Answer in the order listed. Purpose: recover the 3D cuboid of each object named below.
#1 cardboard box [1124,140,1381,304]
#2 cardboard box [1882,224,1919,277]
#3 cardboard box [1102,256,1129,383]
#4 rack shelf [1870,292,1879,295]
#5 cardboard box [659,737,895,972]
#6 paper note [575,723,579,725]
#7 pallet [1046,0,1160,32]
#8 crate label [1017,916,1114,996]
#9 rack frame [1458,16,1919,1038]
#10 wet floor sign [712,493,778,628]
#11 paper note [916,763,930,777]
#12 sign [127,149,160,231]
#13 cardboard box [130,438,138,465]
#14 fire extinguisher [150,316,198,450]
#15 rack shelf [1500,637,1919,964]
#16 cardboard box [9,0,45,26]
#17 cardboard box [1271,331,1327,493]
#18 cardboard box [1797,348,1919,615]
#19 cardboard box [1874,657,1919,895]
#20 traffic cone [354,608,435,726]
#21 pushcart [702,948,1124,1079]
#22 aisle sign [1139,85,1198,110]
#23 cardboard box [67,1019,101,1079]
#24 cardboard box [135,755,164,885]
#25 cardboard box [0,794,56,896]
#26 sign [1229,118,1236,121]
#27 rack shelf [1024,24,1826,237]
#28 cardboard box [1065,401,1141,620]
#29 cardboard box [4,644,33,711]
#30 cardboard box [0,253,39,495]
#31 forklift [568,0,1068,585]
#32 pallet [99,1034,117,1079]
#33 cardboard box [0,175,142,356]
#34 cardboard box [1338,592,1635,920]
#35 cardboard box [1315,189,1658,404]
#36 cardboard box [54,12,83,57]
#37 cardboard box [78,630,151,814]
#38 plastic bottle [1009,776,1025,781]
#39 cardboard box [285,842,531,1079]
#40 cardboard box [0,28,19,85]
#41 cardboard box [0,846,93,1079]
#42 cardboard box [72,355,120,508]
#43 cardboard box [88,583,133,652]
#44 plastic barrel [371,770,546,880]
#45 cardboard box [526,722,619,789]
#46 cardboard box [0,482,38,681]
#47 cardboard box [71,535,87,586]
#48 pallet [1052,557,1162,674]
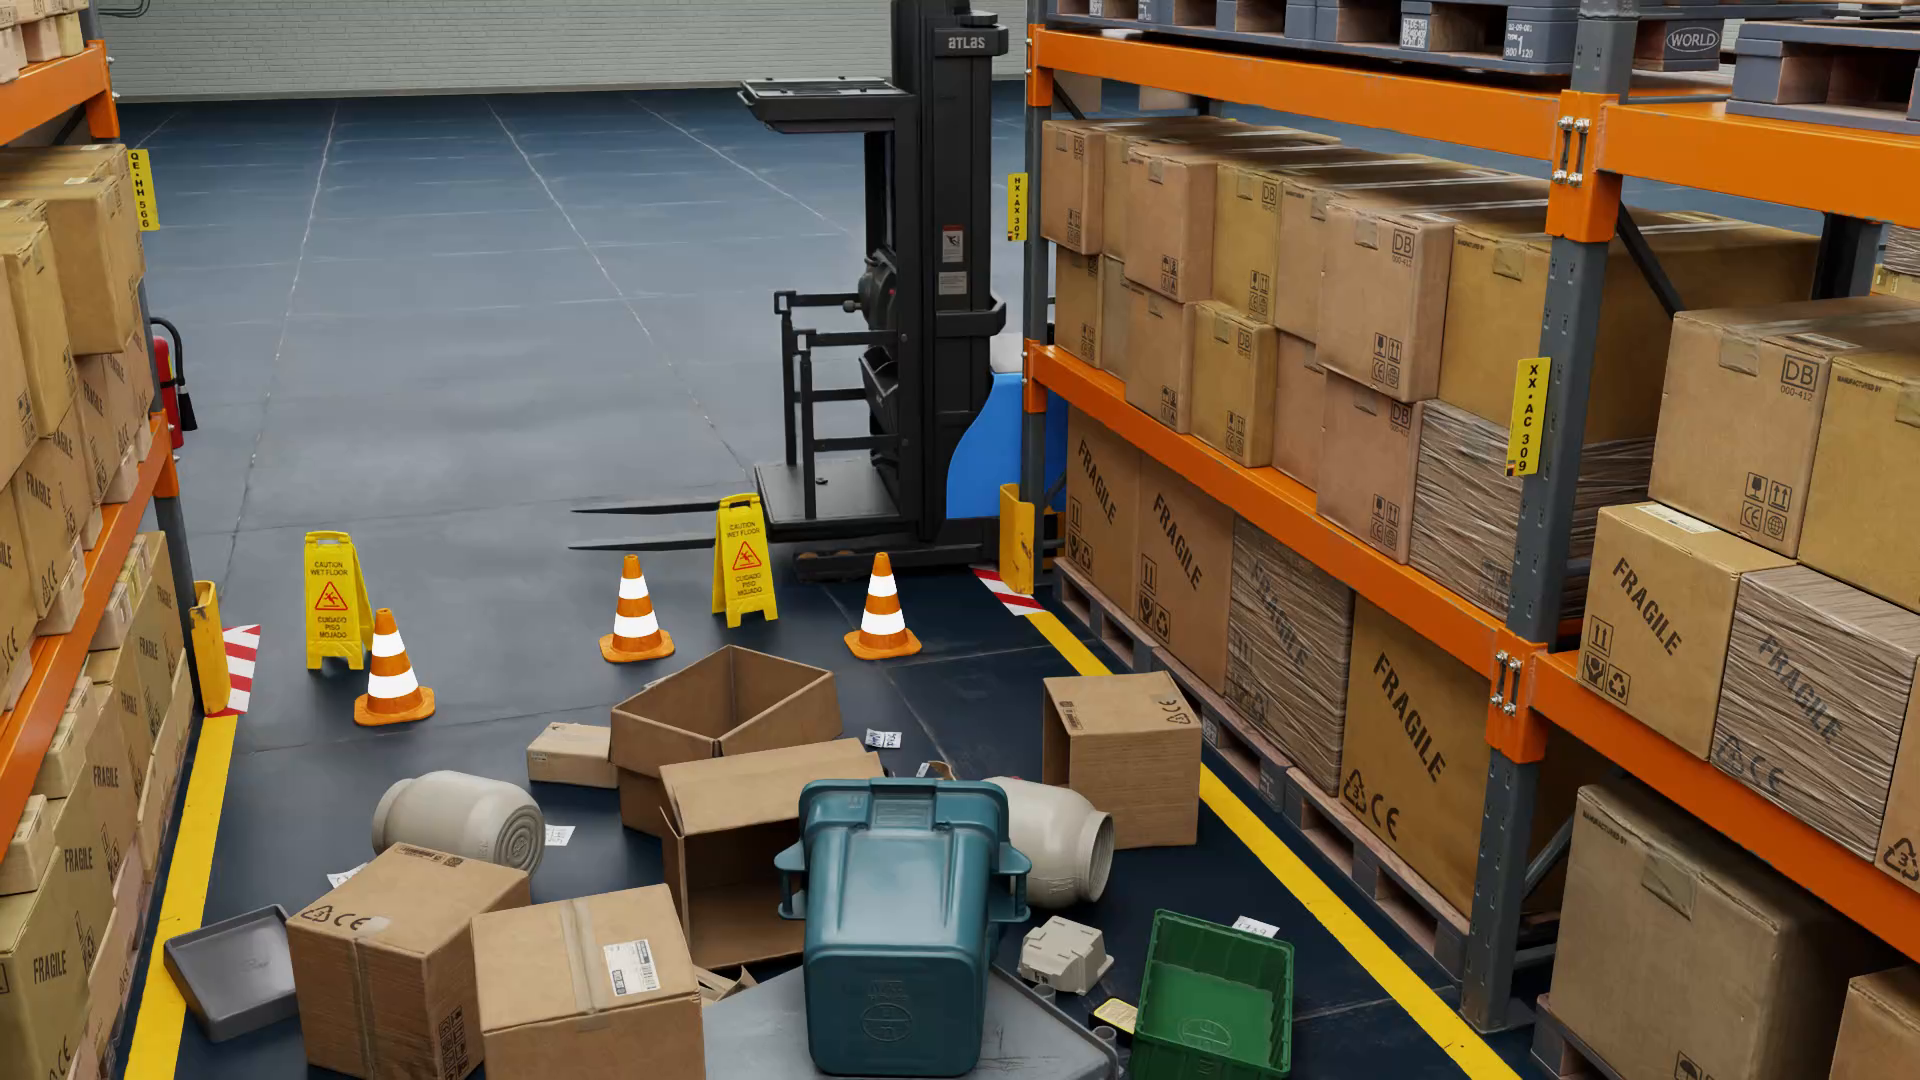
[{"bbox_3d":[1.195,-1.326,6.850,0.875,0.550,0.550,-6,21,-17],"label":"cardboard box"},{"bbox_3d":[5.695,-1.733,9.216,0.875,0.500,0.500,-6,21,-17],"label":"cardboard box"},{"bbox_3d":[1.161,-1.013,7.577,0.875,0.550,0.550,-6,21,-17],"label":"cardboard box"},{"bbox_3d":[6.177,-0.745,8.117,1.077,0.370,4.000,-6,21,-17],"label":"rack shelf"},{"bbox_3d":[-0.602,1.032,5.597,0.797,0.637,0.503,-6,21,-17],"label":"cardboard box"},{"bbox_3d":[-1.673,0.817,7.097,0.148,0.019,0.142,-15,25,-36],"label":"paper note"},{"bbox_3d":[1.051,-2.364,7.254,1.003,0.211,1.213,-6,21,-17],"label":"pallet"},{"bbox_3d":[0.334,1.356,5.439,0.250,0.136,0.298,12,23,30],"label":"crate label"},{"bbox_3d":[2.065,0.053,4.832,1.000,3.000,0.127,-6,21,-17],"label":"rack frame"},{"bbox_3d":[-1.081,0.078,8.244,0.267,0.644,0.232,-10,22,-27],"label":"wet floor sign"},{"bbox_3d":[-0.151,0.939,6.787,0.032,0.001,0.123,4,20,11],"label":"paper note"},{"bbox_3d":[-3.326,-1.419,6.748,0.100,0.325,0.005,-6,21,-17],"label":"sign"},{"bbox_3d":[-3.294,-0.303,6.194,0.380,0.149,0.250,-7,21,-18],"label":"cardboard box"},{"bbox_3d":[-3.458,-0.722,7.103,0.296,0.674,0.183,-6,21,-17],"label":"fire extinguisher"},{"bbox_3d":[2.694,1.033,3.167,1.077,0.370,4.000,-6,21,-17],"label":"rack shelf"},{"bbox_3d":[-3.118,-1.690,5.030,0.500,0.250,0.500,-6,21,-16],"label":"cardboard box"},{"bbox_3d":[1.686,-0.495,6.135,0.875,0.550,0.550,-6,21,-17],"label":"cardboard box"},{"bbox_3d":[2.390,-0.141,3.745,0.700,0.500,0.500,-7,21,-18],"label":"cardboard box"},{"bbox_3d":[2.289,0.526,3.367,0.500,0.500,0.500,-6,21,-17],"label":"cardboard box"},{"bbox_3d":[-2.500,0.522,7.277,0.336,0.463,0.334,-6,21,-17],"label":"traffic cone"},{"bbox_3d":[-0.453,1.587,4.440,1.648,0.377,0.936,-15,25,-36],"label":"pushcart"},{"bbox_3d":[1.071,-2.509,8.118,0.394,0.787,0.004,-6,21,-17],"label":"aisle sign"},{"bbox_3d":[-2.531,1.490,4.278,0.500,0.250,0.500,-7,21,-20],"label":"cardboard box"},{"bbox_3d":[-3.025,0.989,5.671,0.500,0.250,0.500,-7,21,-19],"label":"cardboard box"},{"bbox_3d":[-2.514,0.785,4.171,0.380,0.149,0.250,-6,21,-16],"label":"cardboard box"},{"bbox_3d":[1.328,-1.940,8.318,0.100,0.325,0.005,-6,21,-17],"label":"sign"},{"bbox_3d":[1.437,-1.662,6.233,1.077,0.370,4.000,-6,21,-17],"label":"rack shelf"},{"bbox_3d":[1.084,-0.218,8.108,0.875,0.875,0.875,-6,21,-17],"label":"cardboard box"},{"bbox_3d":[-2.682,0.354,4.366,0.380,0.149,0.250,-6,21,-16],"label":"cardboard box"},{"bbox_3d":[-2.674,-0.377,3.961,0.700,0.500,0.500,-6,21,-17],"label":"cardboard box"},{"bbox_3d":[-0.616,-1.338,8.806,3.031,2.935,1.130,-4,20,-11],"label":"forklift"},{"bbox_3d":[-2.847,1.712,4.338,1.003,0.211,1.213,-6,21,-17],"label":"pallet"},{"bbox_3d":[-3.082,-0.873,5.344,0.700,0.500,0.500,-7,21,-18],"label":"cardboard box"},{"bbox_3d":[1.934,0.646,5.703,0.875,0.875,0.875,-6,21,-16],"label":"cardboard box"},{"bbox_3d":[1.699,-0.812,5.421,0.875,0.550,0.550,-6,21,-17],"label":"cardboard box"},{"bbox_3d":[-3.372,-1.805,5.938,0.380,0.149,0.250,-6,21,-17],"label":"cardboard box"},{"bbox_3d":[-3.041,0.630,5.561,0.500,0.500,0.500,-7,21,-18],"label":"cardboard box"},{"bbox_3d":[0.148,1.009,6.516,0.283,0.061,0.133,-15,25,-36],"label":"plastic bottle"},{"bbox_3d":[-1.647,1.298,5.059,0.500,0.500,0.500,8,21,20],"label":"cardboard box"},{"bbox_3d":[-2.957,-1.393,4.791,0.380,0.149,0.250,-7,21,-18],"label":"cardboard box"},{"bbox_3d":[-2.531,1.137,4.151,0.500,0.500,0.500,-5,20,-15],"label":"cardboard box"},{"bbox_3d":[-3.120,-0.392,5.484,0.500,0.500,0.500,-6,21,-17],"label":"cardboard box"},{"bbox_3d":[-3.024,0.272,5.600,0.380,0.149,0.250,-5,20,-15],"label":"cardboard box"},{"bbox_3d":[-1.773,1.042,5.889,0.512,0.421,0.421,8,21,20],"label":"plastic barrel"},{"bbox_3d":[-1.530,0.875,6.760,0.380,0.149,0.250,4,20,11],"label":"cardboard box"},{"bbox_3d":[-2.656,0.095,4.127,0.500,0.500,0.500,-6,21,-17],"label":"cardboard box"},{"bbox_3d":[-2.896,0.105,5.059,0.380,0.149,0.250,-6,21,-17],"label":"cardboard box"},{"bbox_3d":[1.134,0.330,8.186,1.003,0.211,1.213,-6,21,-17],"label":"pallet"}]
